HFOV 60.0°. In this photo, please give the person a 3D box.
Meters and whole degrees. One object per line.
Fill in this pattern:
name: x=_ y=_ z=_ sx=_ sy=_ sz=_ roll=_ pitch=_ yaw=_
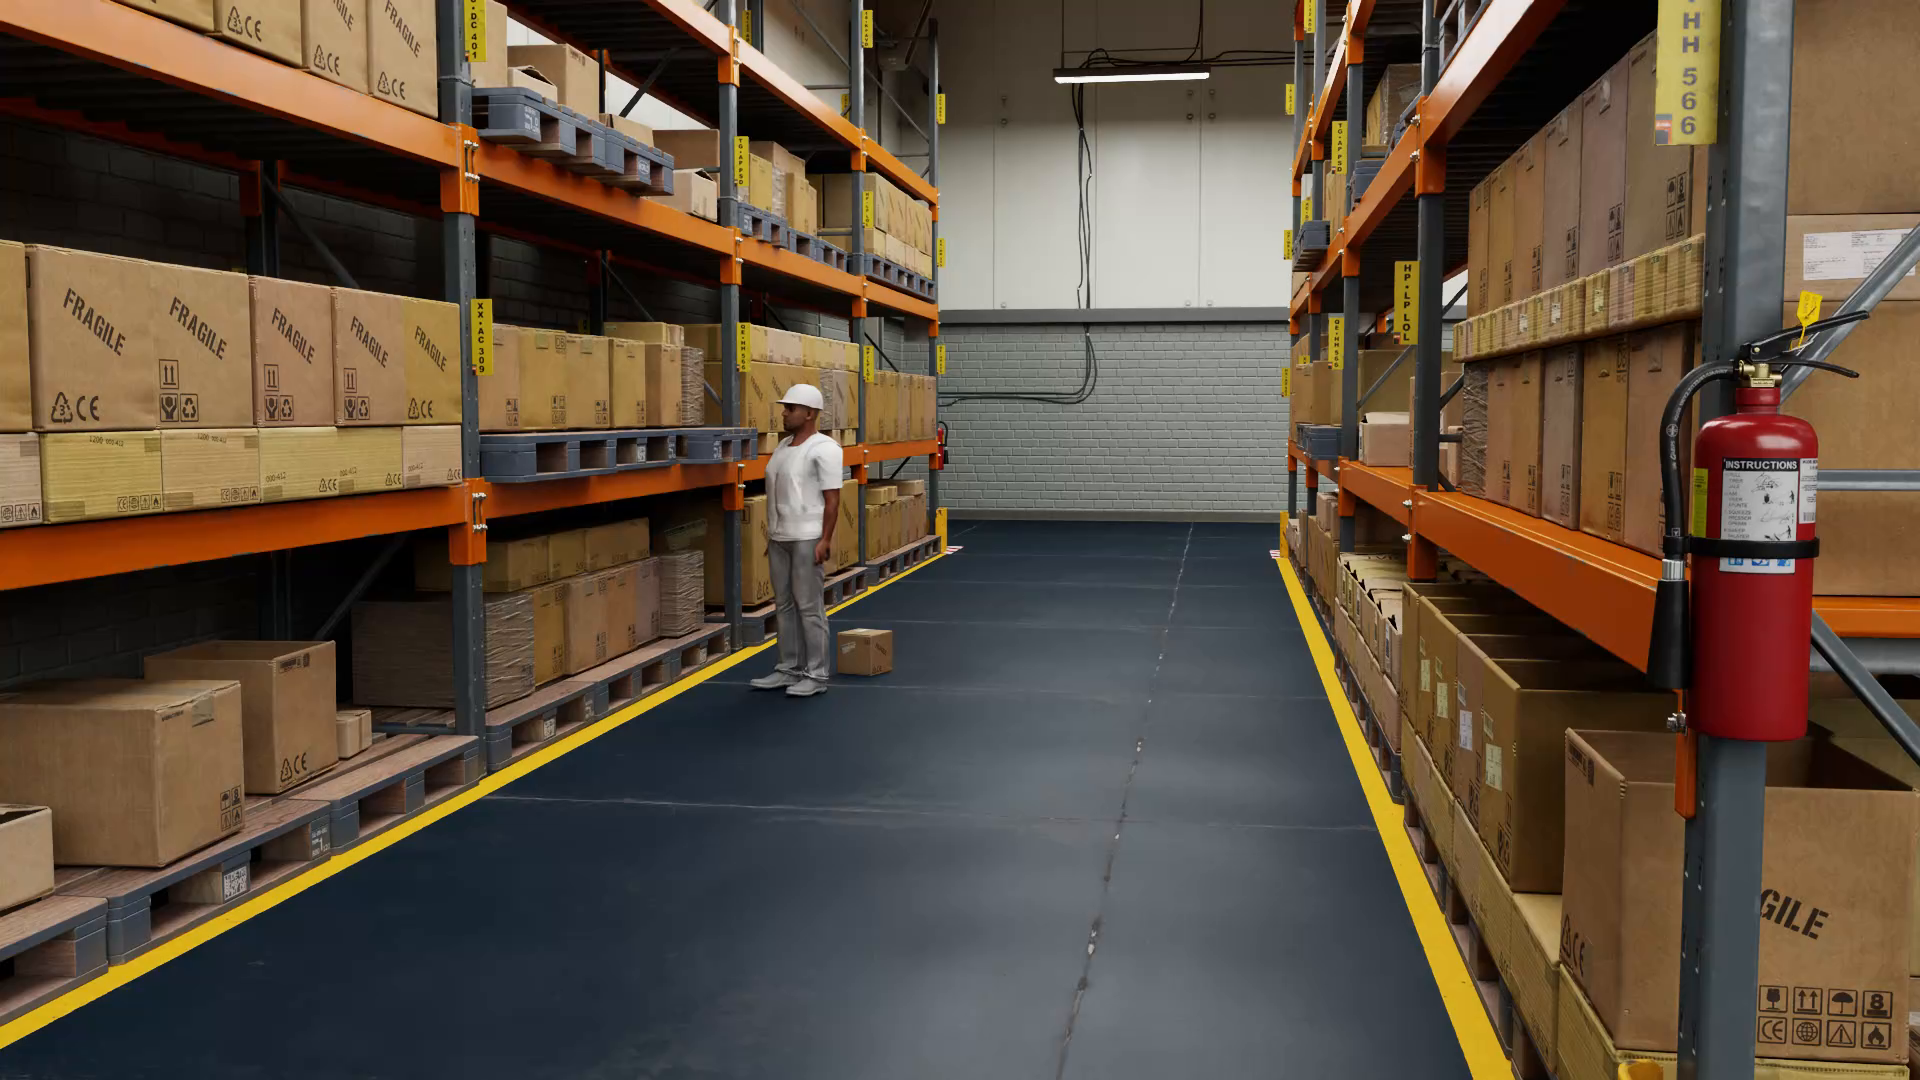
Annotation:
person: x=-0.937 y=-0.005 z=9.542 sx=0.394 sy=1.770 sz=0.554 roll=-4 pitch=6 yaw=-42
